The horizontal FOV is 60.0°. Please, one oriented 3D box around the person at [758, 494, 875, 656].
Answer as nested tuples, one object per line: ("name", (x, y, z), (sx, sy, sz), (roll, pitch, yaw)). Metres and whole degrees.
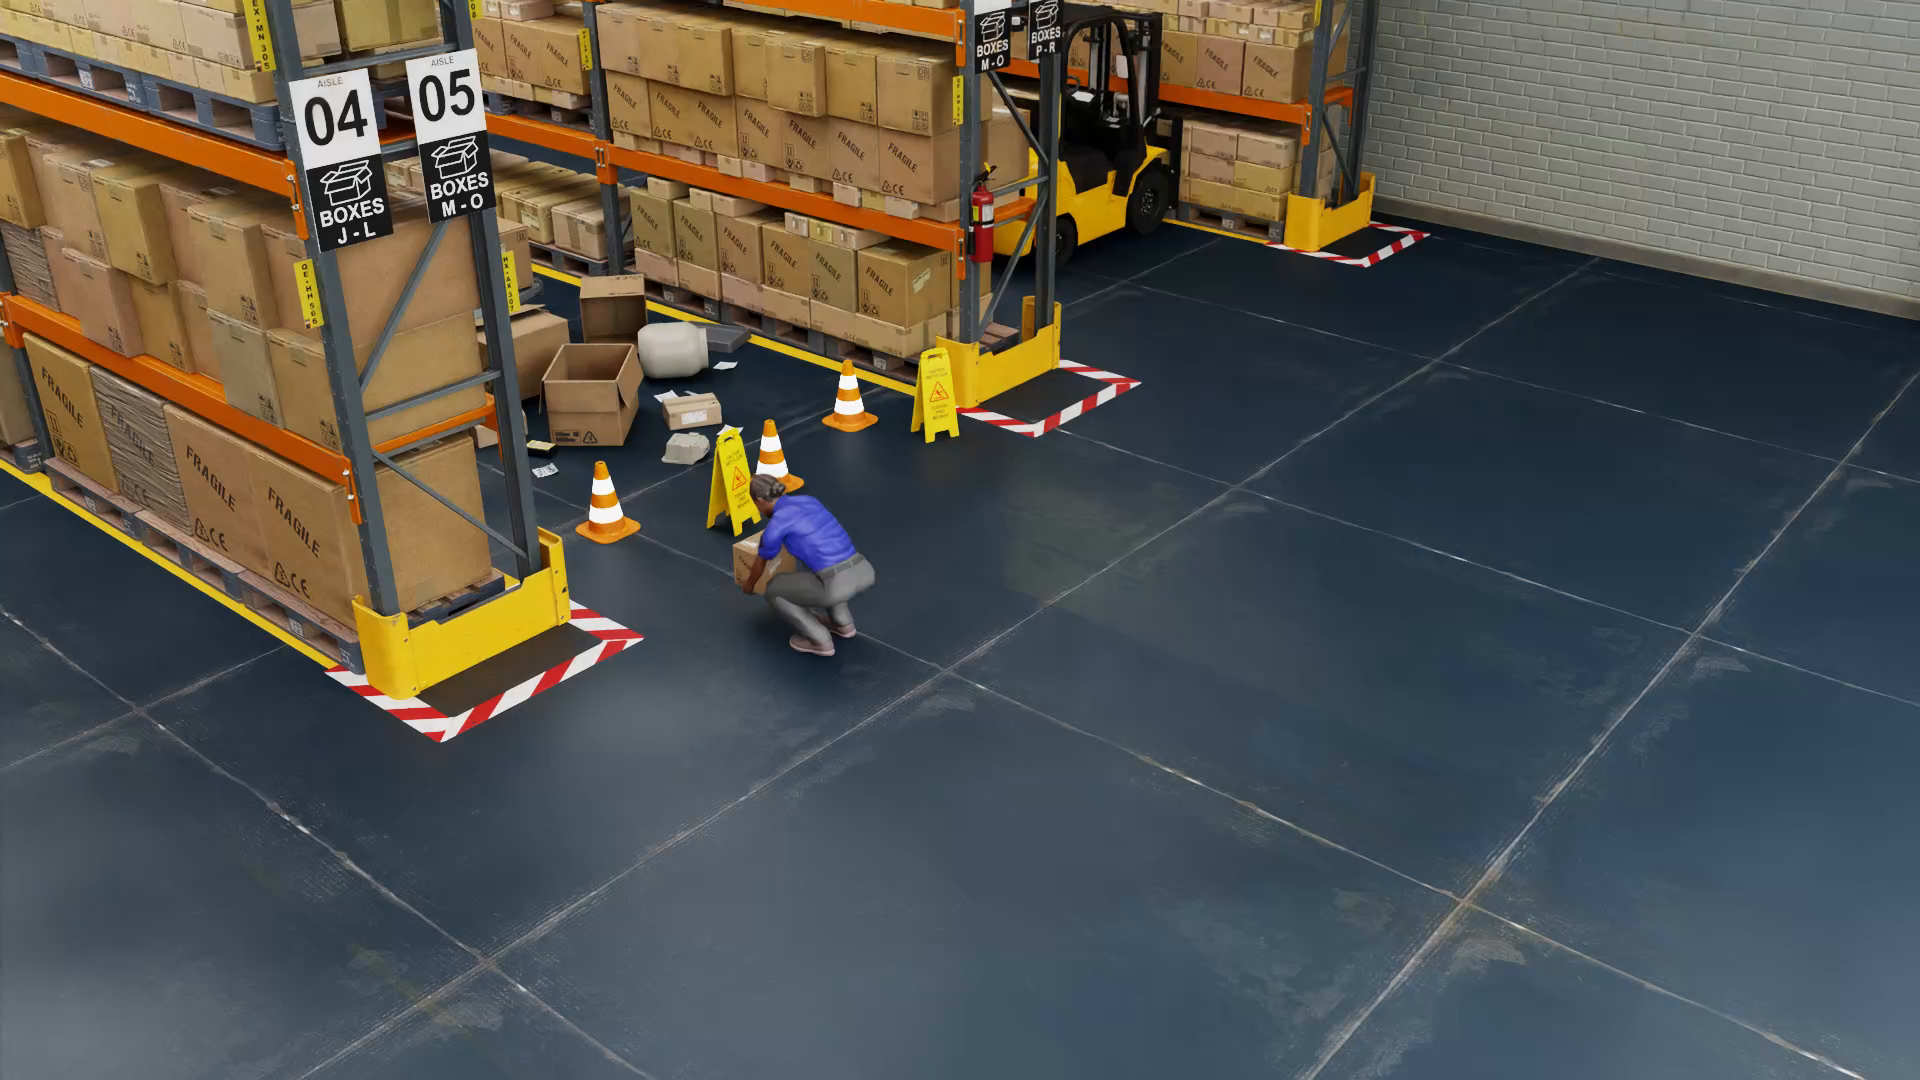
("person", (-0.780, 0.185, 9.158), (0.618, 0.855, 0.455), (20, 34, 33))
